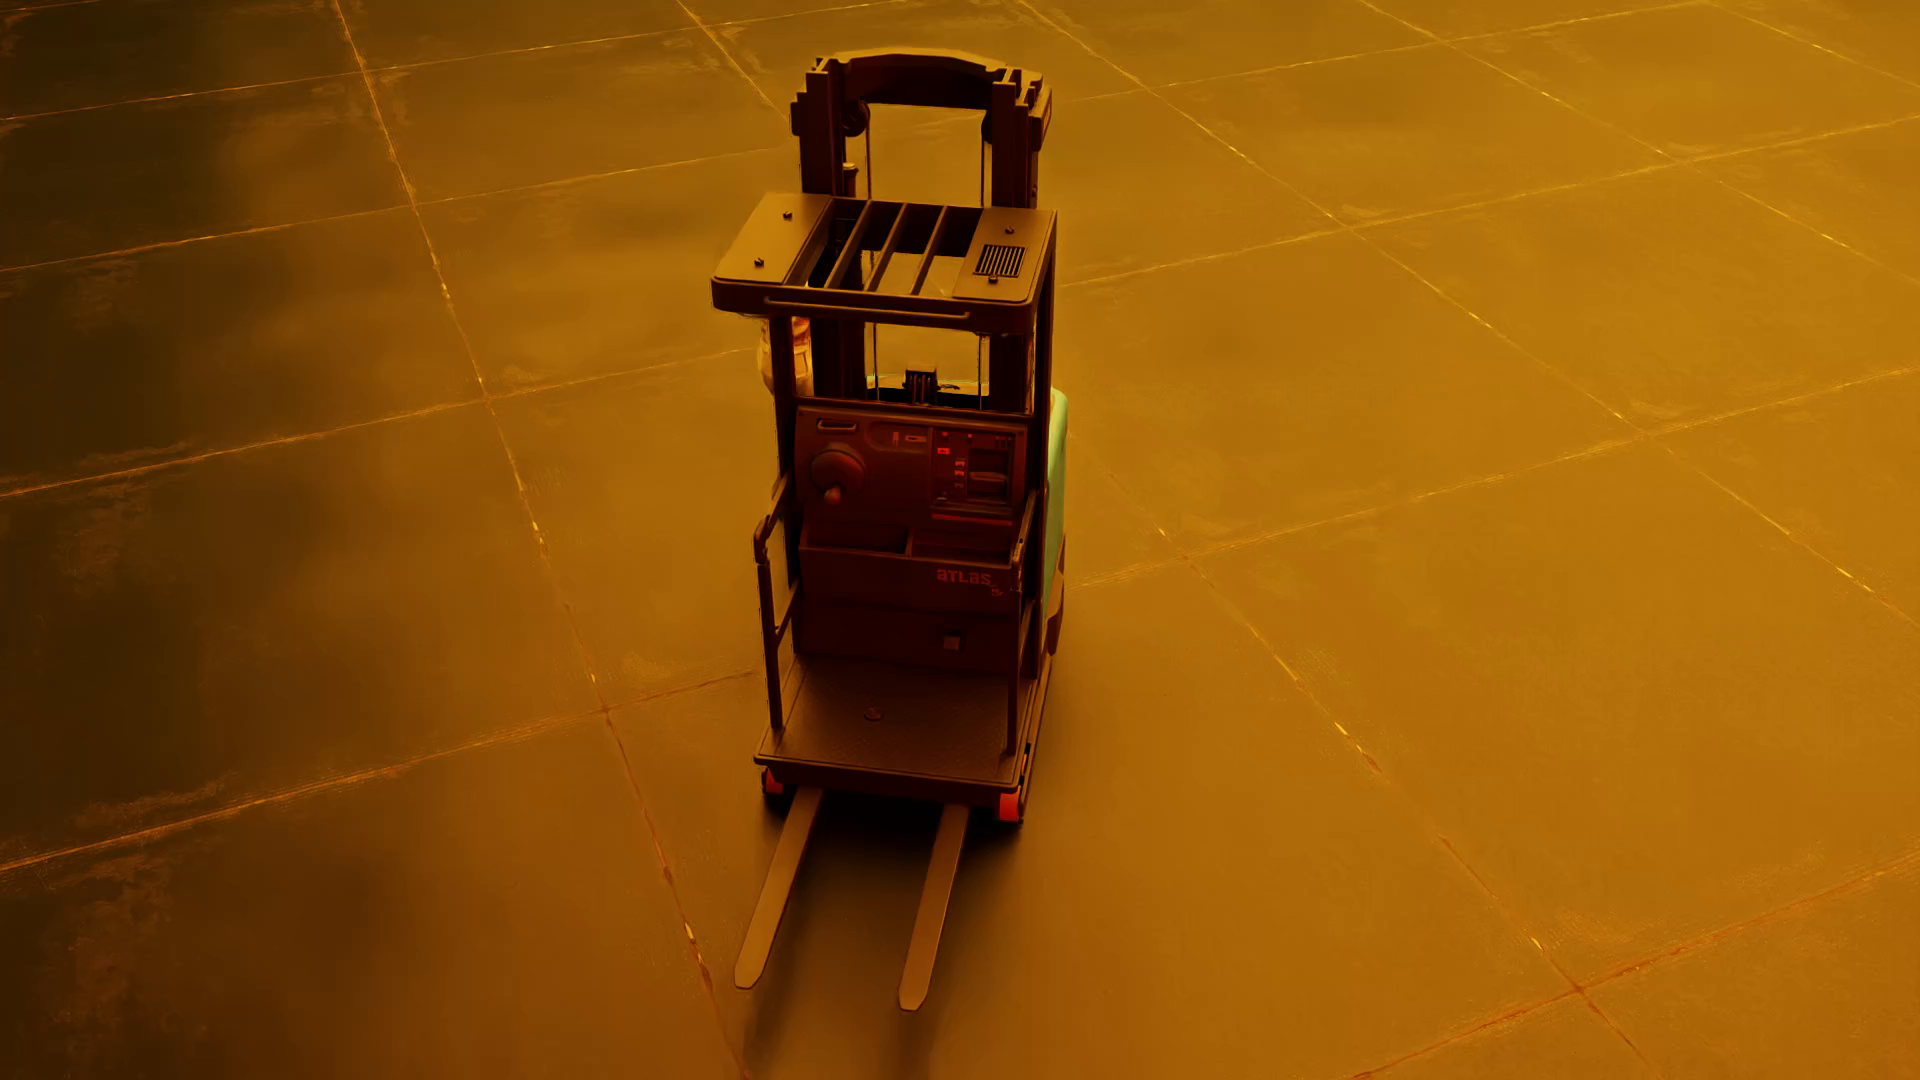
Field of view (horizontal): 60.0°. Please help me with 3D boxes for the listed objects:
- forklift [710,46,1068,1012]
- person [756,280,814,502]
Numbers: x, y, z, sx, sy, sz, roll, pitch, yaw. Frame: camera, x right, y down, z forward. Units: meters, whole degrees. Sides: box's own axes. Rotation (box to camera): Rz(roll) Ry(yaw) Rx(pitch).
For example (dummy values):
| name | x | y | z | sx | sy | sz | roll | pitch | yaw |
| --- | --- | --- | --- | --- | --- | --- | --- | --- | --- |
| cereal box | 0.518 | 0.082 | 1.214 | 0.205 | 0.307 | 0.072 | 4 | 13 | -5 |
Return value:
| name | x | y | z | sx | sy | sz | roll | pitch | yaw |
| --- | --- | --- | --- | --- | --- | --- | --- | --- | --- |
| forklift | -0.232 | -0.238 | 6.434 | 1.130 | 2.935 | 3.031 | 6 | 36 | 8 |
| person | -0.840 | -0.901 | 8.490 | 0.391 | 1.631 | 0.727 | -4 | 36 | -6 |
